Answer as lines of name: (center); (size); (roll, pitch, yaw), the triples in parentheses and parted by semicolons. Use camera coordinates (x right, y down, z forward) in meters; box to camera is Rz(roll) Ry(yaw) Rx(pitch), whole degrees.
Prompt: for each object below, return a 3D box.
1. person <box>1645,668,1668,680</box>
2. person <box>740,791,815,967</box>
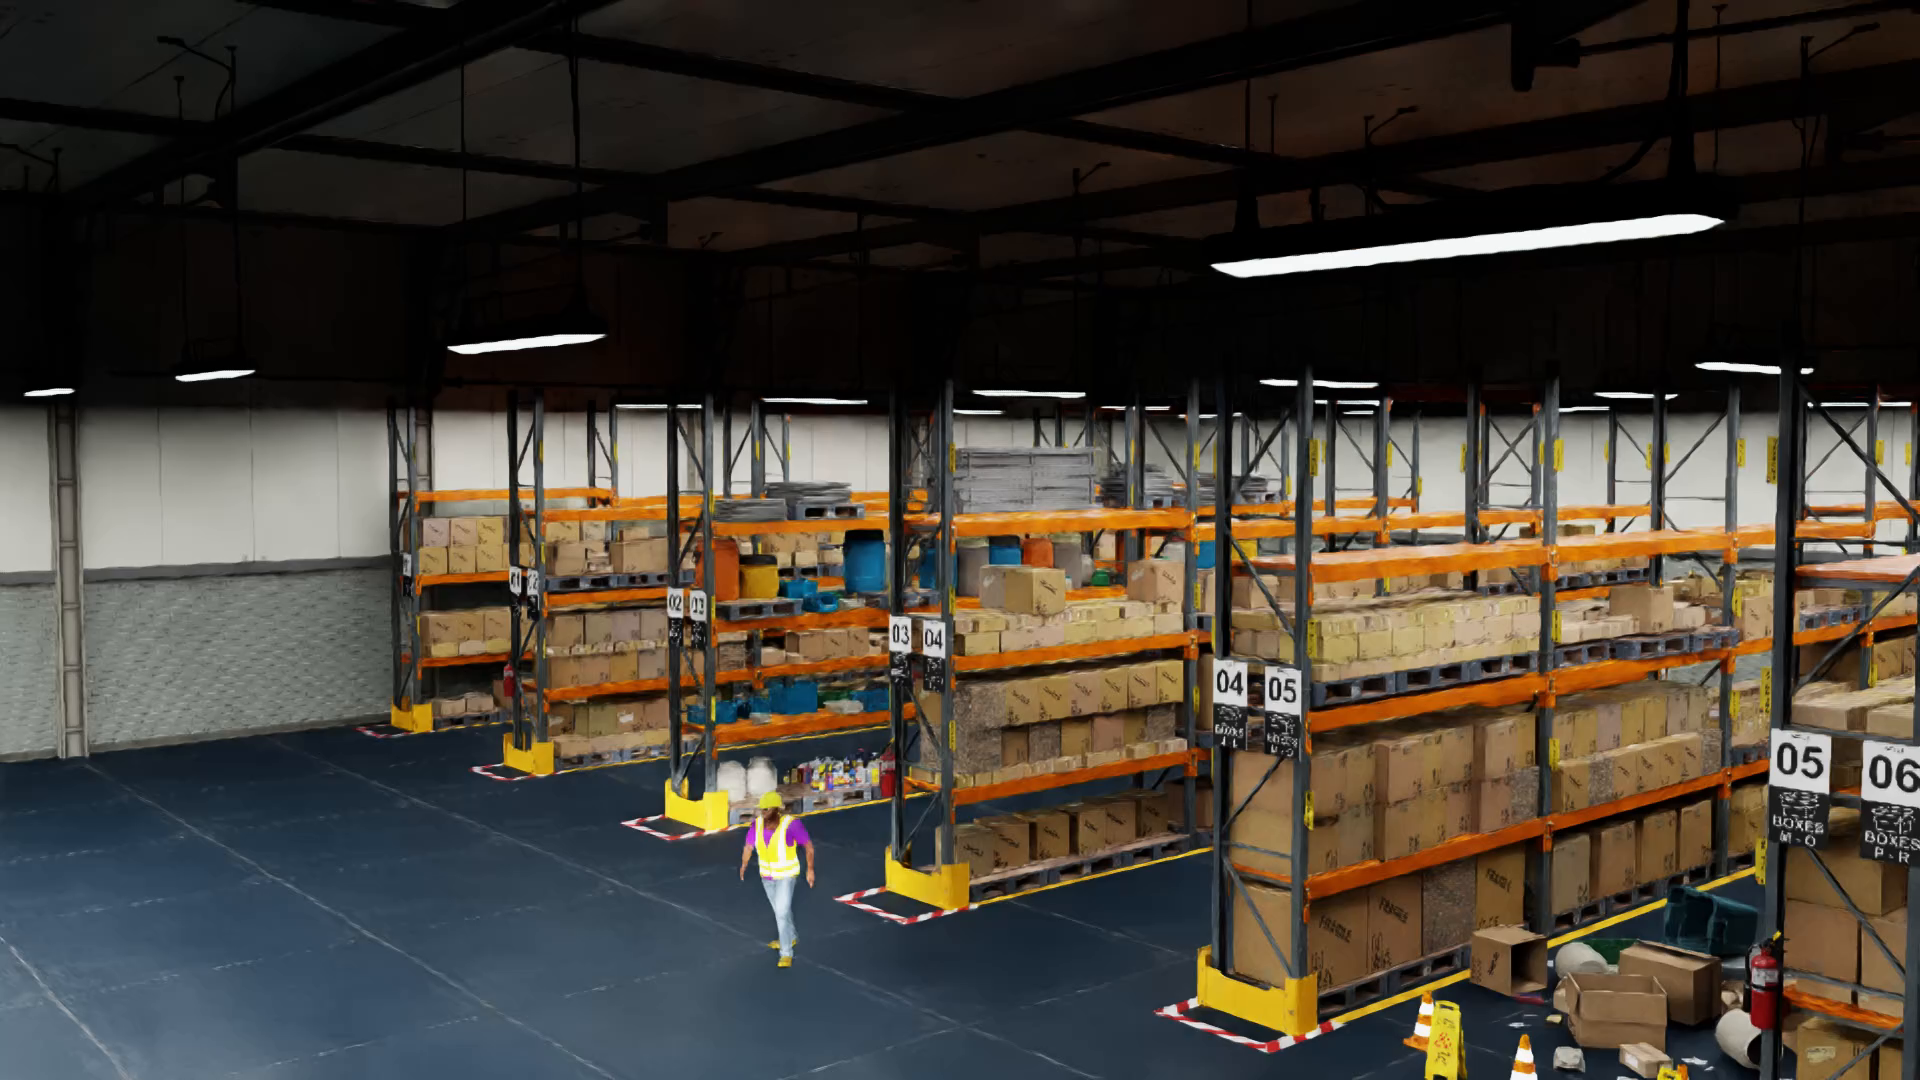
person: (13.089, 2.512, 31.399); (0.550, 1.653, 0.583); (1, 3, 13)
person: (-1.805, 3.332, 16.644); (0.712, 1.697, 0.831); (2, 4, 32)
